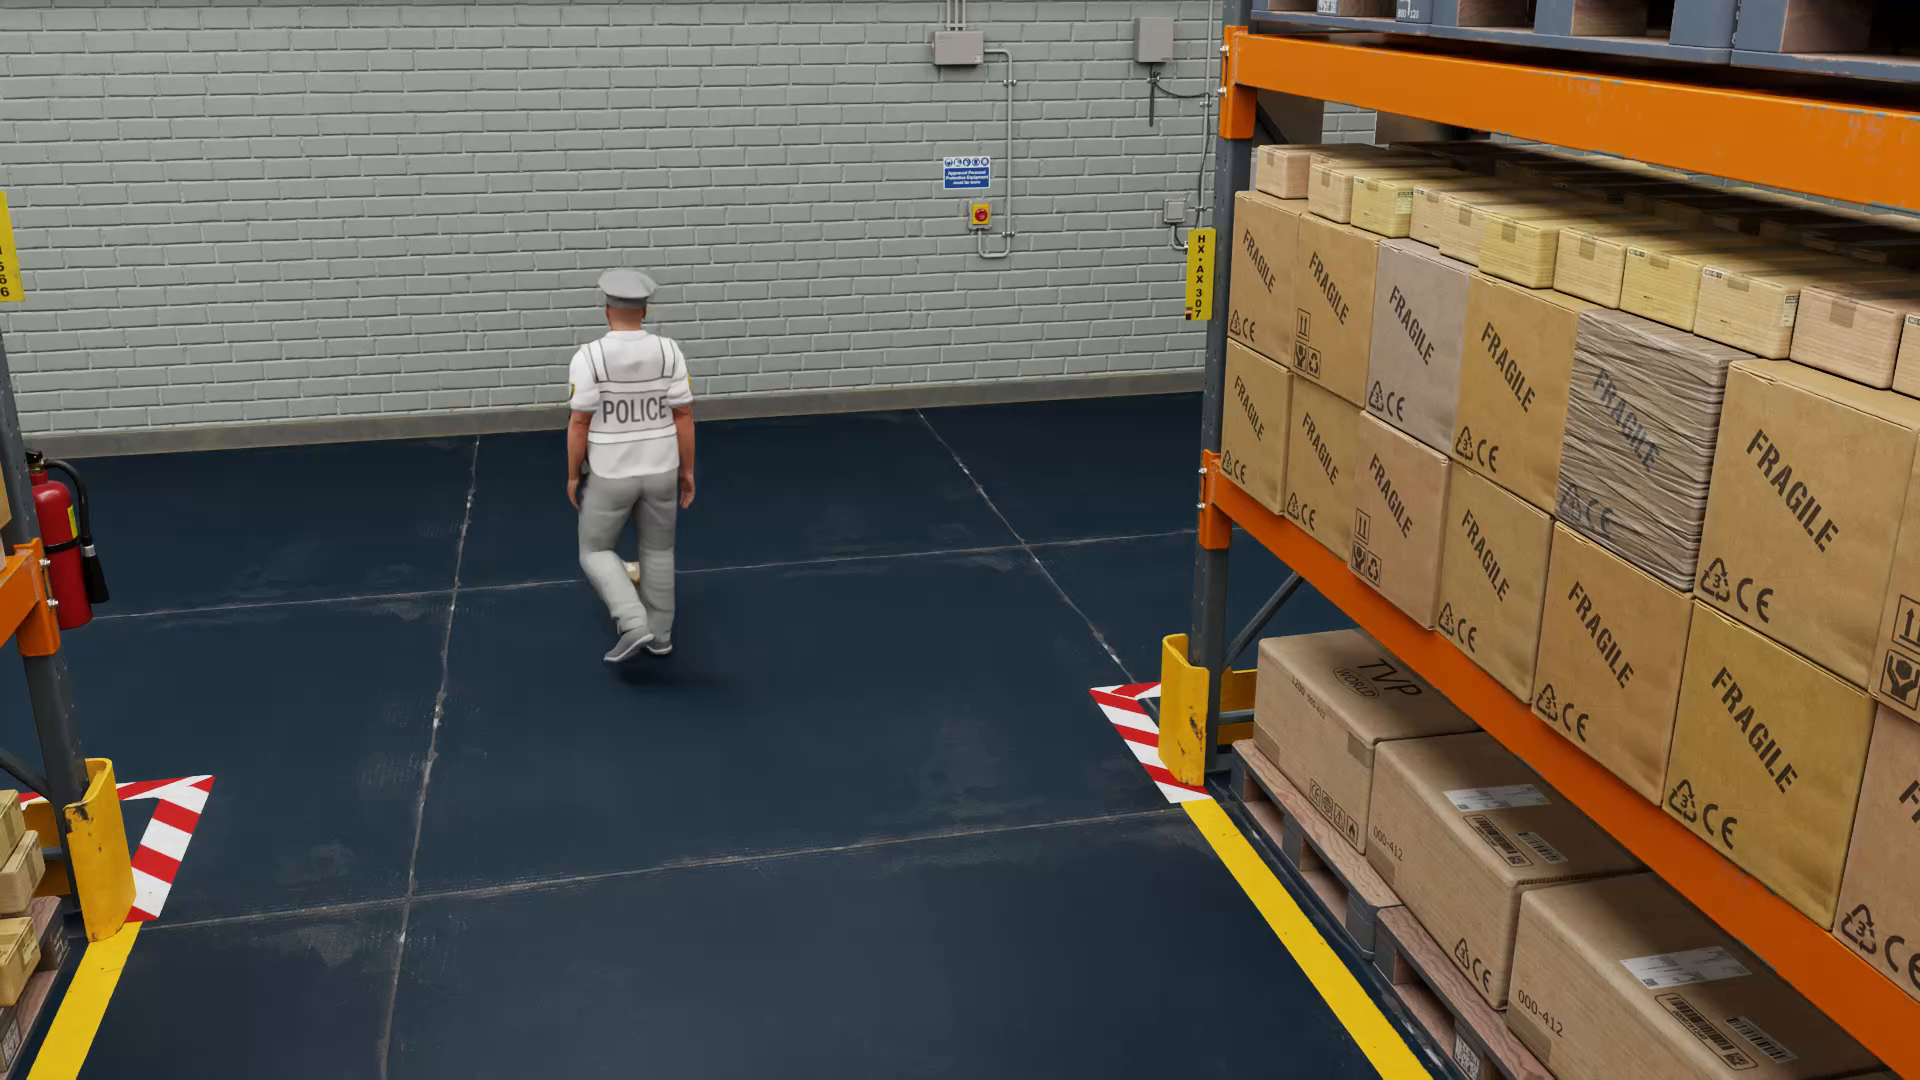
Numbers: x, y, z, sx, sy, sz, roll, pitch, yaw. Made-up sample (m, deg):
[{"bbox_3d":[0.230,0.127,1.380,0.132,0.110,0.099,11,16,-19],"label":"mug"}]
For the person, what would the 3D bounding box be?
[{"bbox_3d":[-1.435,-0.297,7.336,0.561,1.767,0.585,-10,22,-27],"label":"person"}]
